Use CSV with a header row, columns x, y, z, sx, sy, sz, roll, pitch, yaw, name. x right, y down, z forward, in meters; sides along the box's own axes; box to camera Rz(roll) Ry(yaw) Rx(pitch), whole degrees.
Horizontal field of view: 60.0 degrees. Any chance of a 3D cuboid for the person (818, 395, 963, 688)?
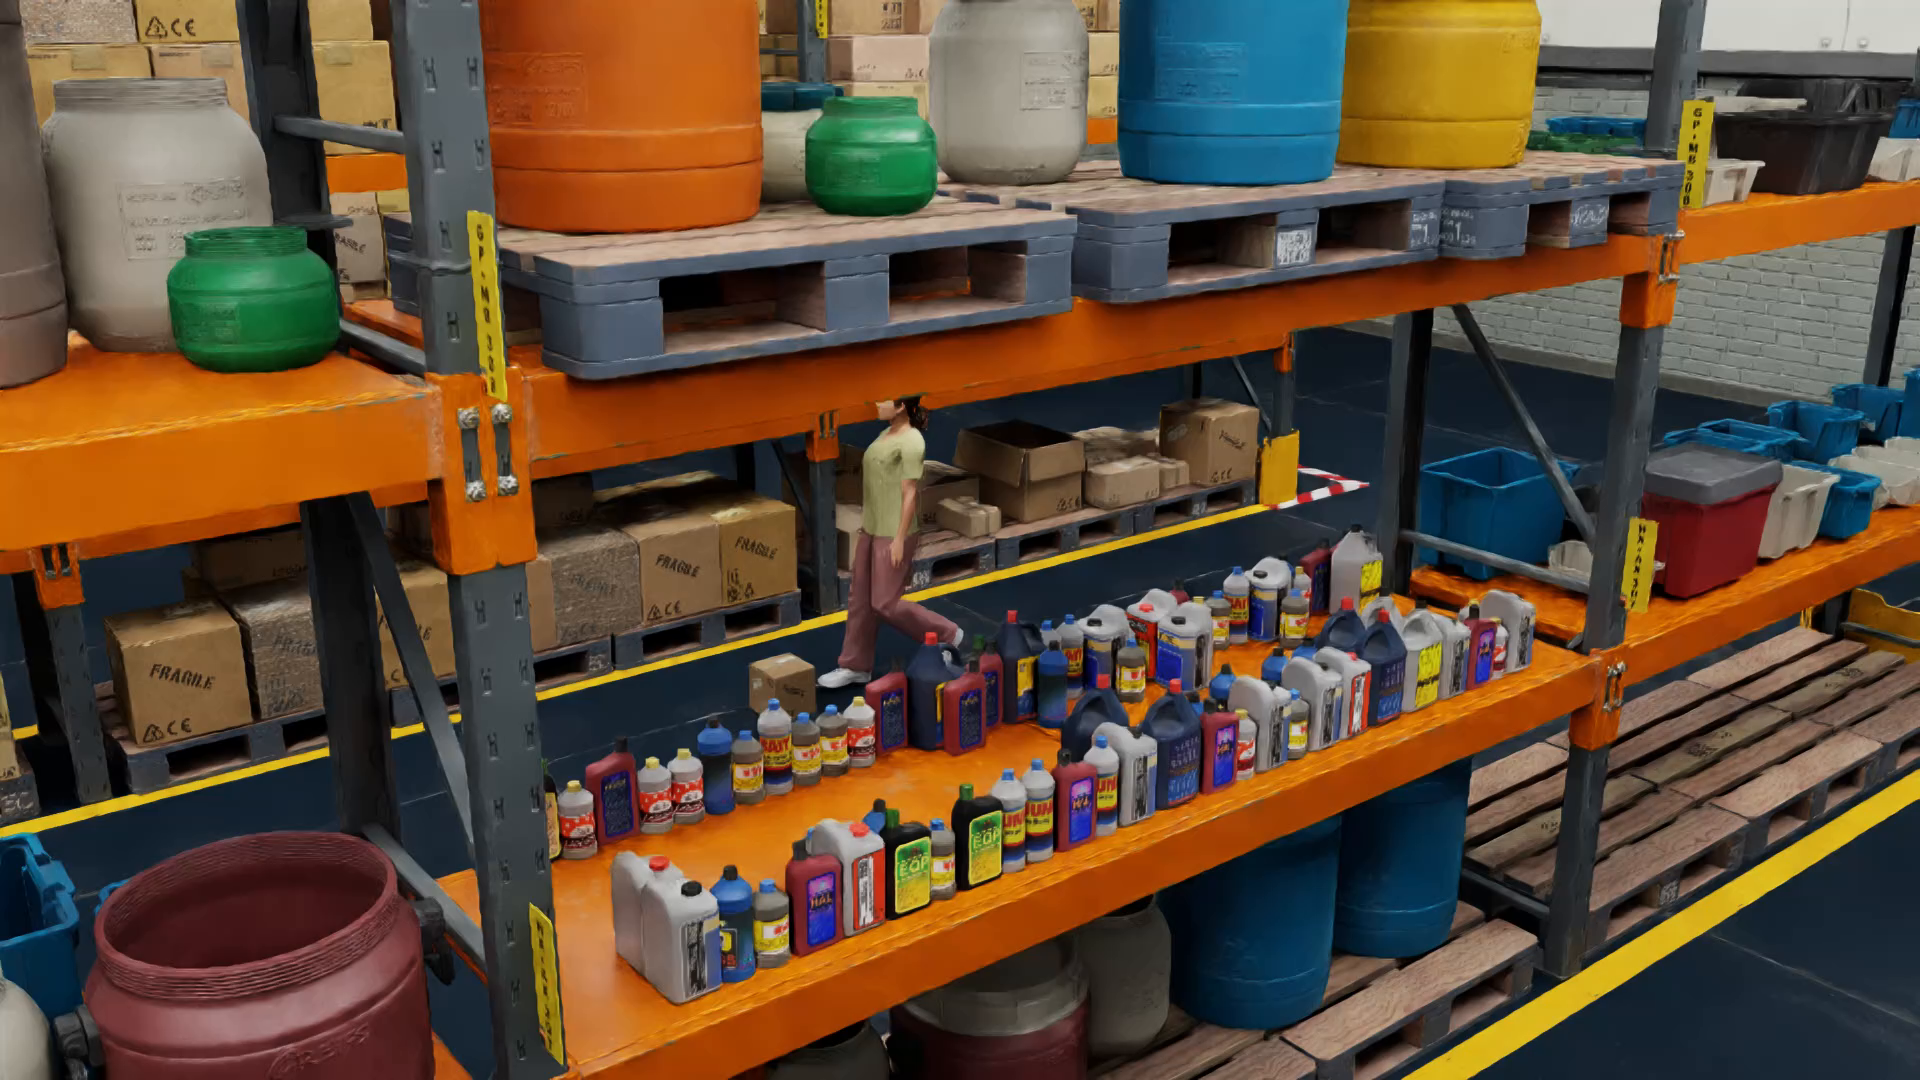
x,y,z,sx,sy,sz,roll,pitch,yaw,name
-0.380,-0.033,8.621,0.754,1.652,0.461,-8,20,-24,person
